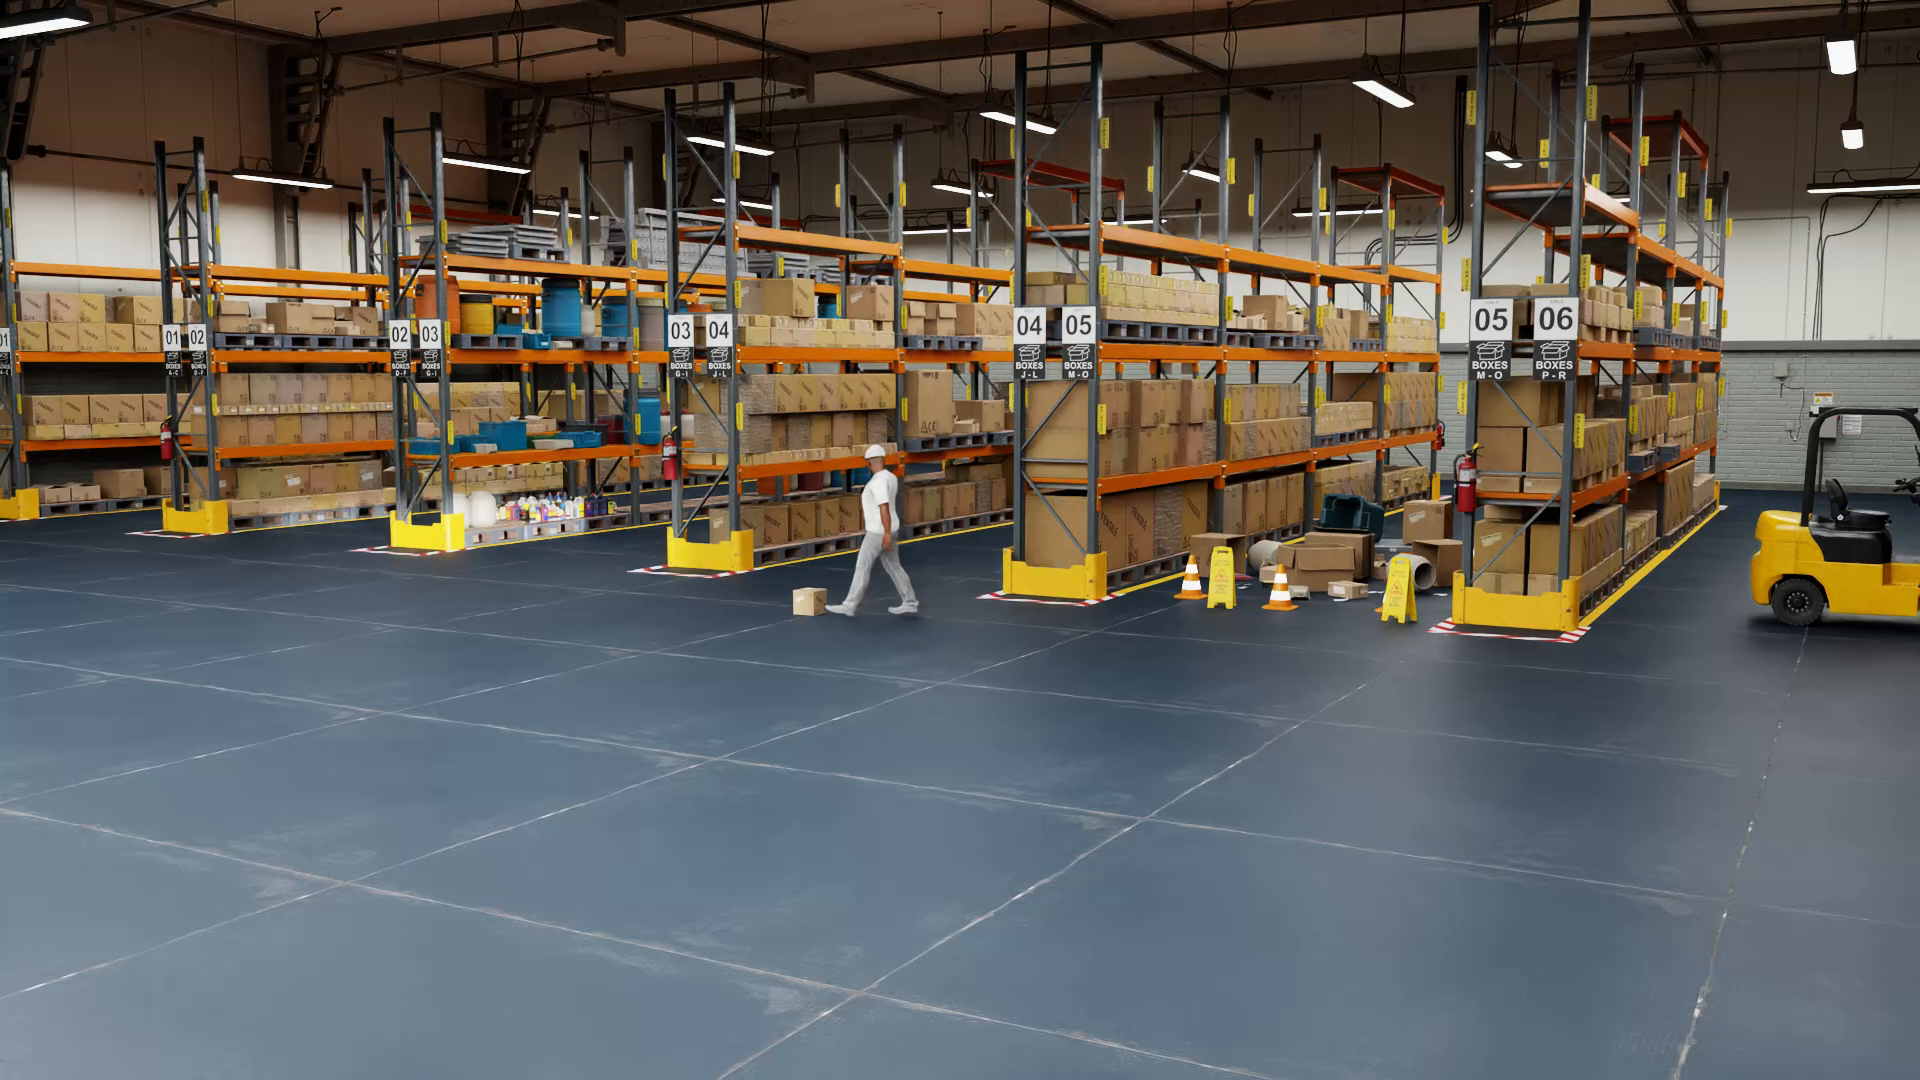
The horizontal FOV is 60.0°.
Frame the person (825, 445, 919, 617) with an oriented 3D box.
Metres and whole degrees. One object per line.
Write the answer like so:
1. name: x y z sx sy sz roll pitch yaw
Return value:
1. person: -0.876 -0.100 16.866 0.890 1.735 0.596 1 6 12
